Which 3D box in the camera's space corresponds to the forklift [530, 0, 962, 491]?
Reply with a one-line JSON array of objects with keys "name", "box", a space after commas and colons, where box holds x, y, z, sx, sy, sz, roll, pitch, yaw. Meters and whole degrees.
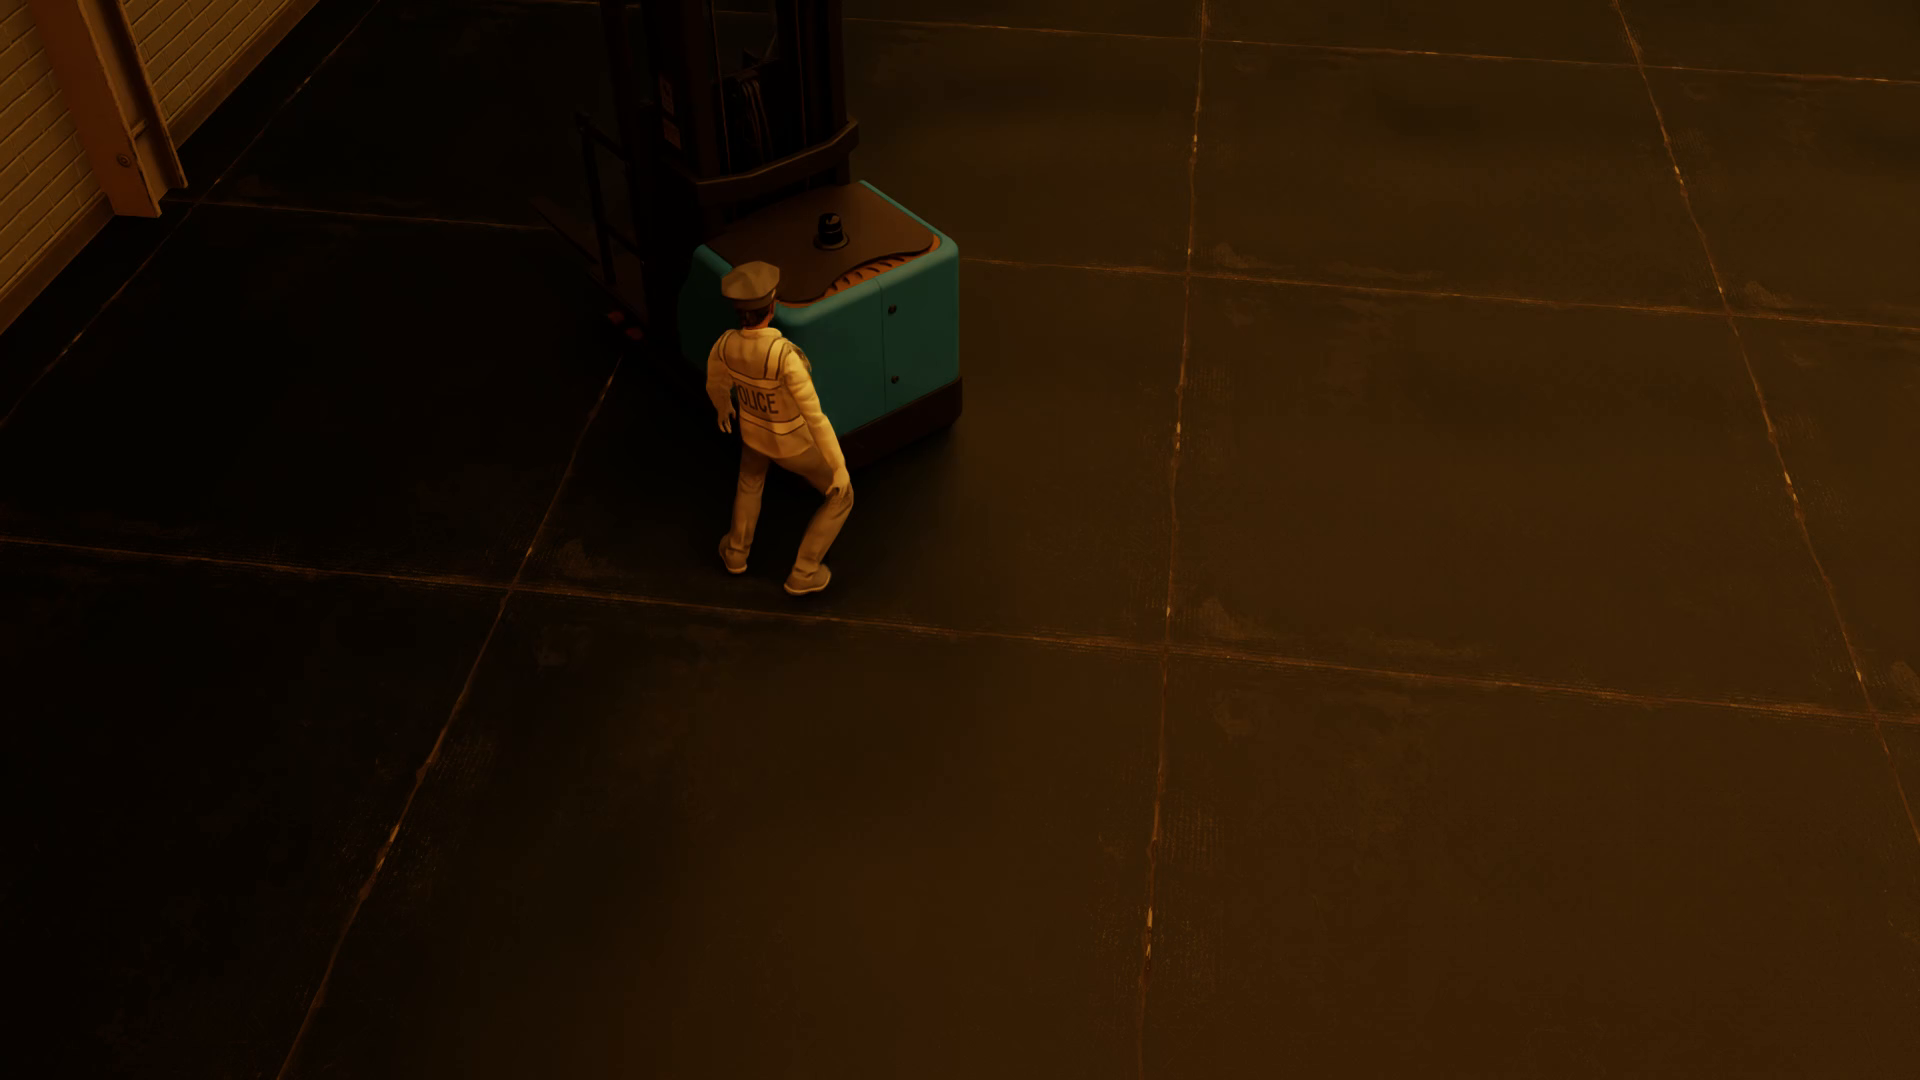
[{"name": "forklift", "box": [-1.306, -2.252, 8.175, 1.130, 2.935, 3.031, -29, 50, -28]}]

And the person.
[{"name": "person", "box": [-0.780, -0.436, 7.209, 0.817, 1.587, 0.460, 26, 49, 26]}]
